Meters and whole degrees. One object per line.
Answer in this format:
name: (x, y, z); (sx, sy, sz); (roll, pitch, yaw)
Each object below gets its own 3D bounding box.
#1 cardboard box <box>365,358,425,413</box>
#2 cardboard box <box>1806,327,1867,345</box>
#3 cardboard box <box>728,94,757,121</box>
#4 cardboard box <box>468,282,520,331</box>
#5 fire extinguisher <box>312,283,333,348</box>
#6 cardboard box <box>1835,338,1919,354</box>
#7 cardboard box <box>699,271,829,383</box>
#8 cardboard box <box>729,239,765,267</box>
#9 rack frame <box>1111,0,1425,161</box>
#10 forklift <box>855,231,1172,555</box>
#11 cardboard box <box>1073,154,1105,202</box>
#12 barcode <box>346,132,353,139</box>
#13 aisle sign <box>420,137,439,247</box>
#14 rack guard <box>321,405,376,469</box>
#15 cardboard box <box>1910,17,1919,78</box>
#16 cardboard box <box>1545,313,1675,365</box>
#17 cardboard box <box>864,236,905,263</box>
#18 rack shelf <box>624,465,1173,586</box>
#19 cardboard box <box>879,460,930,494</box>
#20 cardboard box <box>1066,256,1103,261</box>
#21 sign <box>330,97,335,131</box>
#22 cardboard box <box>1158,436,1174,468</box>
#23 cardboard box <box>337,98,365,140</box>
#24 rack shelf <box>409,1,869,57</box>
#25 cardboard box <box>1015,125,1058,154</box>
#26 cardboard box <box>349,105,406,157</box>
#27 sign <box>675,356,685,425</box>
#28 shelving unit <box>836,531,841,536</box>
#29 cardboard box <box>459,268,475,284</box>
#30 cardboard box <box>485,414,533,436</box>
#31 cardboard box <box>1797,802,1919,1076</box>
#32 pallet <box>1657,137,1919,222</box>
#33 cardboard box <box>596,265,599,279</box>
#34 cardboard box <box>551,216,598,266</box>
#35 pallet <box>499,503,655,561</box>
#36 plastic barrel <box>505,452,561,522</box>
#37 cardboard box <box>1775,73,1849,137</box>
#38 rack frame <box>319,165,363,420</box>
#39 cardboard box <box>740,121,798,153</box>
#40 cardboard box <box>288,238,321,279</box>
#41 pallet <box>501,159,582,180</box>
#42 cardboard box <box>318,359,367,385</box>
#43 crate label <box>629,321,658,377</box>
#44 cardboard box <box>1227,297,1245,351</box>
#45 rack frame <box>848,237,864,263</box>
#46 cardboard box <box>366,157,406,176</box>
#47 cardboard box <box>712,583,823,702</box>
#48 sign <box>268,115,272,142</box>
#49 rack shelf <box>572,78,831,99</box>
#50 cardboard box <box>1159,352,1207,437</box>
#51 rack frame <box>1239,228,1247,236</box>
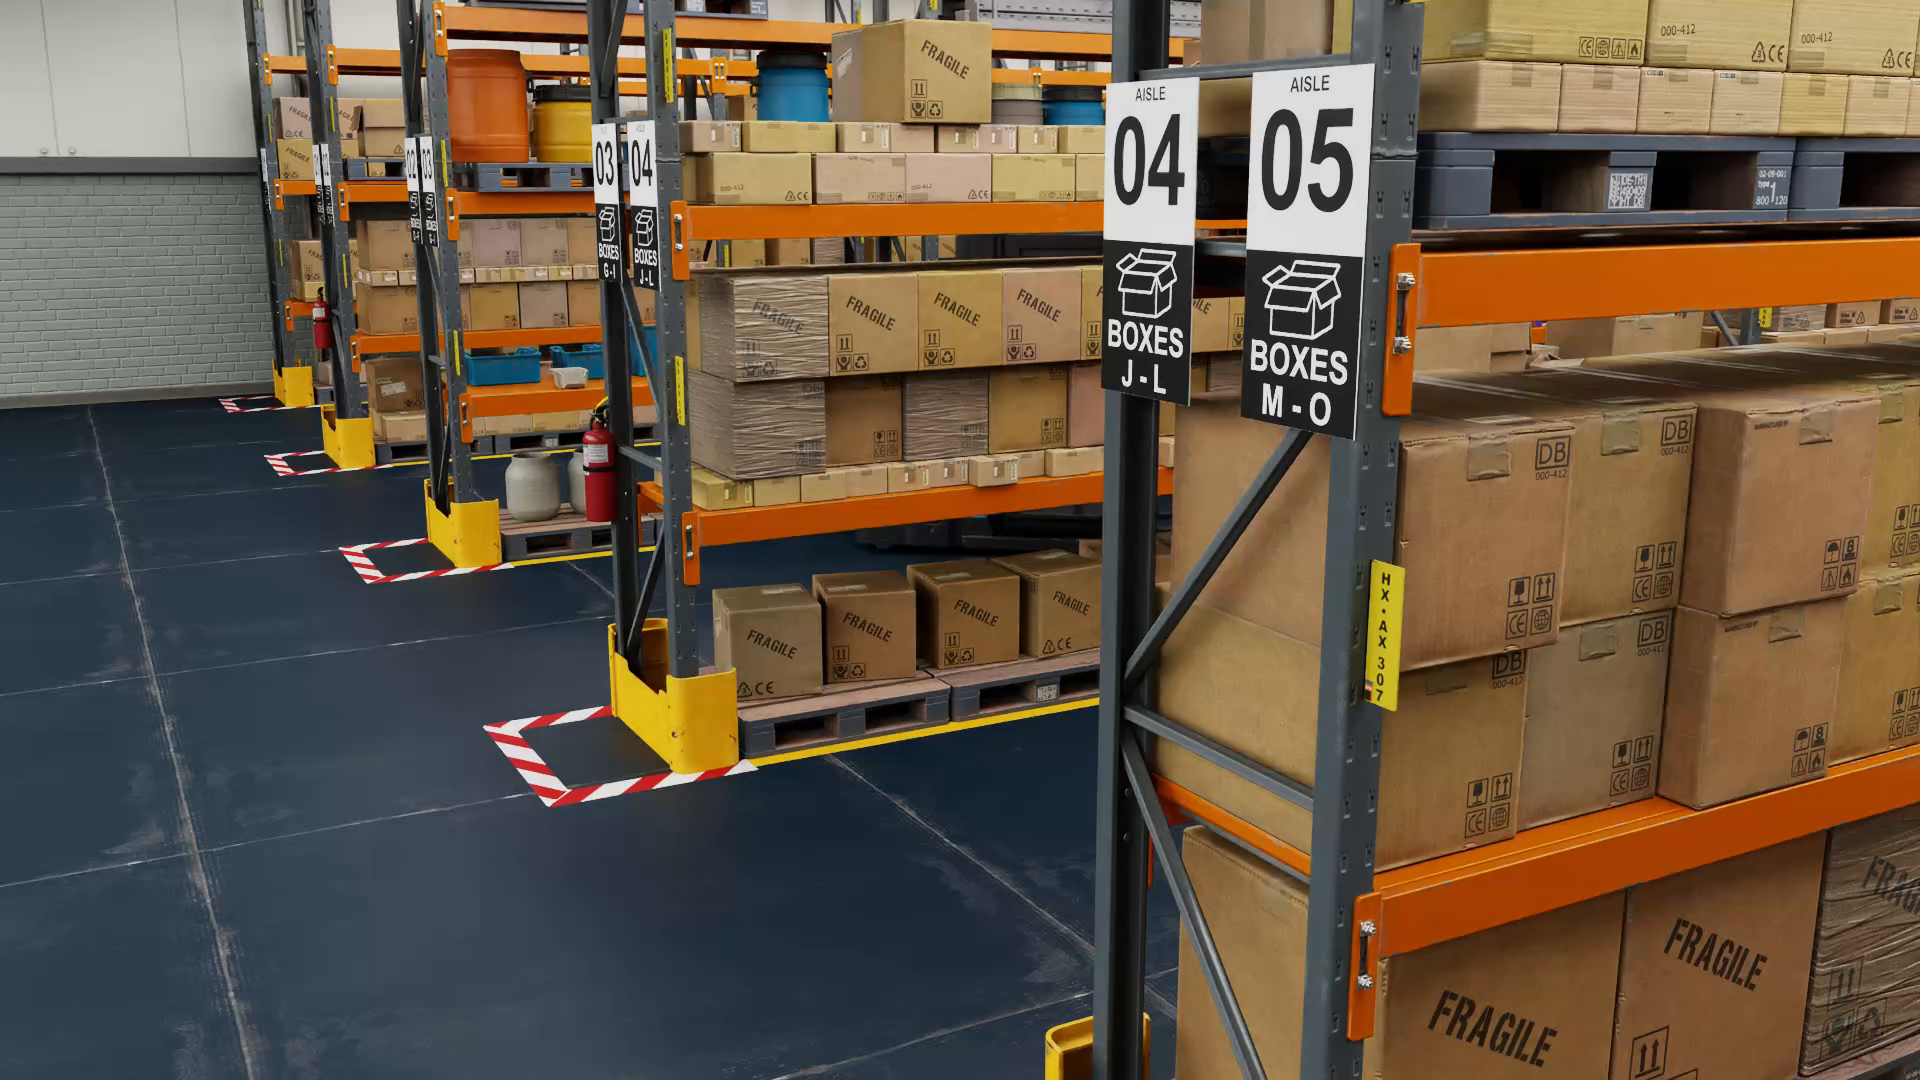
cardboard box: (-6.024, -1.654, 17.725); (0.500, 0.500, 0.500); (-7, 14, -28)
cardboard box: (6.422, -1.345, 12.527); (0.500, 0.500, 0.500); (-7, 15, -29)
cardboard box: (-2.280, -4.750, 18.729); (0.500, 0.500, 0.500); (-7, 14, -27)
cardboard box: (-5.039, -2.514, 17.719); (0.500, 0.500, 0.700); (-7, 14, -27)
fire extinguisher: (-6.678, -2.350, 17.397); (0.183, 0.674, 0.296); (-7, 14, -28)
cardboard box: (3.423, -0.343, 5.502); (0.550, 0.550, 0.875); (-7, 14, -28)
cardboard box: (-0.995, -1.089, 8.431); (0.500, 0.500, 0.500); (-7, 14, -28)
cardboard box: (-3.197, -4.183, 24.137); (0.500, 0.500, 0.700); (-7, 14, -28)
rack frame: (0.679, -2.362, 3.608); (0.127, 3.000, 1.000); (-7, 14, -28)
forklift: (0.729, -1.396, 13.138); (3.031, 2.935, 1.130); (2, 13, 9)
cardboard box: (0.719, -2.007, 9.203); (0.500, 0.250, 0.500); (-7, 14, -28)
barcode: (-6.318, -4.182, 17.207); (0.075, 0.075, 0.001); (-7, 14, -28)
aisle sign: (-3.904, -2.560, 12.233); (0.004, 0.787, 0.394); (-7, 14, -28)
rack guard: (-6.373, -1.089, 17.309); (0.348, 0.500, 1.175); (-7, 14, -28)
cardboard box: (2.554, -1.385, 4.578); (0.500, 0.250, 0.500); (-7, 14, -28)
cardboard box: (4.517, -1.354, 11.610); (0.500, 0.500, 0.700); (-5, 13, -20)
cardboard box: (-1.158, -4.312, 24.988); (0.500, 0.500, 0.500); (-6, 14, -26)
rack shelf: (0.147, -0.261, 9.575); (4.000, 0.370, 1.077); (-7, 14, -28)
cardboard box: (-0.356, -0.364, 8.968); (0.250, 0.149, 0.380); (-7, 14, -28)
cardboard box: (0.948, -1.453, 10.050); (0.500, 0.500, 0.500); (-7, 14, -28)
sign: (-6.091, -4.132, 16.134); (0.005, 0.325, 0.100); (-7, 14, -28)
cardboard box: (1.216, -0.533, 9.720); (0.250, 0.149, 0.380); (-7, 14, -28)
cardboard box: (-7.809, -5.312, 20.997); (0.500, 0.500, 0.500); (-7, 14, -29)
rack shelf: (-2.226, -3.947, 13.202); (4.000, 0.370, 1.077); (-7, 14, -28)
cardboard box: (0.323, -2.166, 9.004); (0.250, 0.149, 0.380); (-7, 15, -30)
cardboard box: (-5.845, -4.158, 16.909); (0.637, 0.503, 0.797); (-6, 14, -24)
sign: (-1.348, -0.719, 8.002); (0.005, 0.325, 0.100); (-7, 14, -28)
shelving unit: (-0.912, -0.568, 13.716); (0.252, 1.050, 0.215); (-1, 12, 7)
cardboard box: (-5.231, -2.756, 17.320); (0.250, 0.149, 0.380); (-7, 14, -29)
cardboard box: (-4.898, -1.294, 17.832); (0.500, 0.250, 0.500); (-7, 14, -28)
cardboard box: (2.815, 1.124, 5.665); (0.875, 0.875, 0.875); (-7, 14, -27)
pallet: (2.398, -1.064, 4.877); (1.213, 0.211, 1.003); (-7, 14, -28)
cardboard box: (-3.871, -2.920, 18.049); (0.250, 0.149, 0.380); (-7, 14, -28)
cardboard box: (-4.110, -3.260, 18.079); (0.500, 0.500, 0.700); (-7, 14, -28)
pallet: (-3.222, -0.097, 13.560); (1.213, 0.211, 1.003); (-7, 14, -28)
plastic barrel: (-3.441, -0.431, 13.403); (0.421, 0.512, 0.421); (0, 13, 0)
cardboard box: (2.020, -1.110, 4.266); (0.250, 0.149, 0.380); (-7, 14, -28)
rack frame: (-6.352, -2.311, 17.046); (0.127, 3.000, 1.000); (-7, 14, -28)
cardboard box: (-0.982, -1.979, 8.174); (0.250, 0.149, 0.380); (-6, 14, -27)
cardboard box: (-8.417, -3.658, 21.620); (0.500, 0.500, 0.500); (-7, 14, -28)
pallet: (-4.646, -3.930, 17.609); (1.213, 0.211, 1.003); (-7, 14, -28)
cardboard box: (-8.078, -2.224, 21.779); (0.500, 0.311, 0.500); (-9, 15, -34)
crate label: (-2.496, -1.619, 13.891); (0.616, 0.435, 0.502); (-7, 14, -28)
cardboard box: (1.639, -1.404, 9.832); (0.500, 0.500, 0.500); (-7, 14, -28)
rack frame: (-1.707, -4.107, 25.026); (0.127, 3.000, 1.000); (-7, 14, -28)
cardboard box: (-7.373, -4.879, 21.352); (0.500, 0.500, 0.500); (-6, 14, -25)
cardboard box: (-1.052, 0.551, 9.067); (0.500, 0.500, 0.500); (-4, 13, -17)
sign: (-8.468, -5.050, 20.396); (0.005, 0.325, 0.100); (-7, 14, -28)
rack shelf: (-3.462, -6.277, 23.555); (4.000, 0.370, 1.077); (-7, 14, -28)
cardboard box: (1.022, -0.935, 10.026); (0.500, 0.500, 0.875); (-7, 14, -28)
rack frame: (3.040, -2.198, 16.542); (0.127, 3.000, 1.000); (-7, 14, -28)
